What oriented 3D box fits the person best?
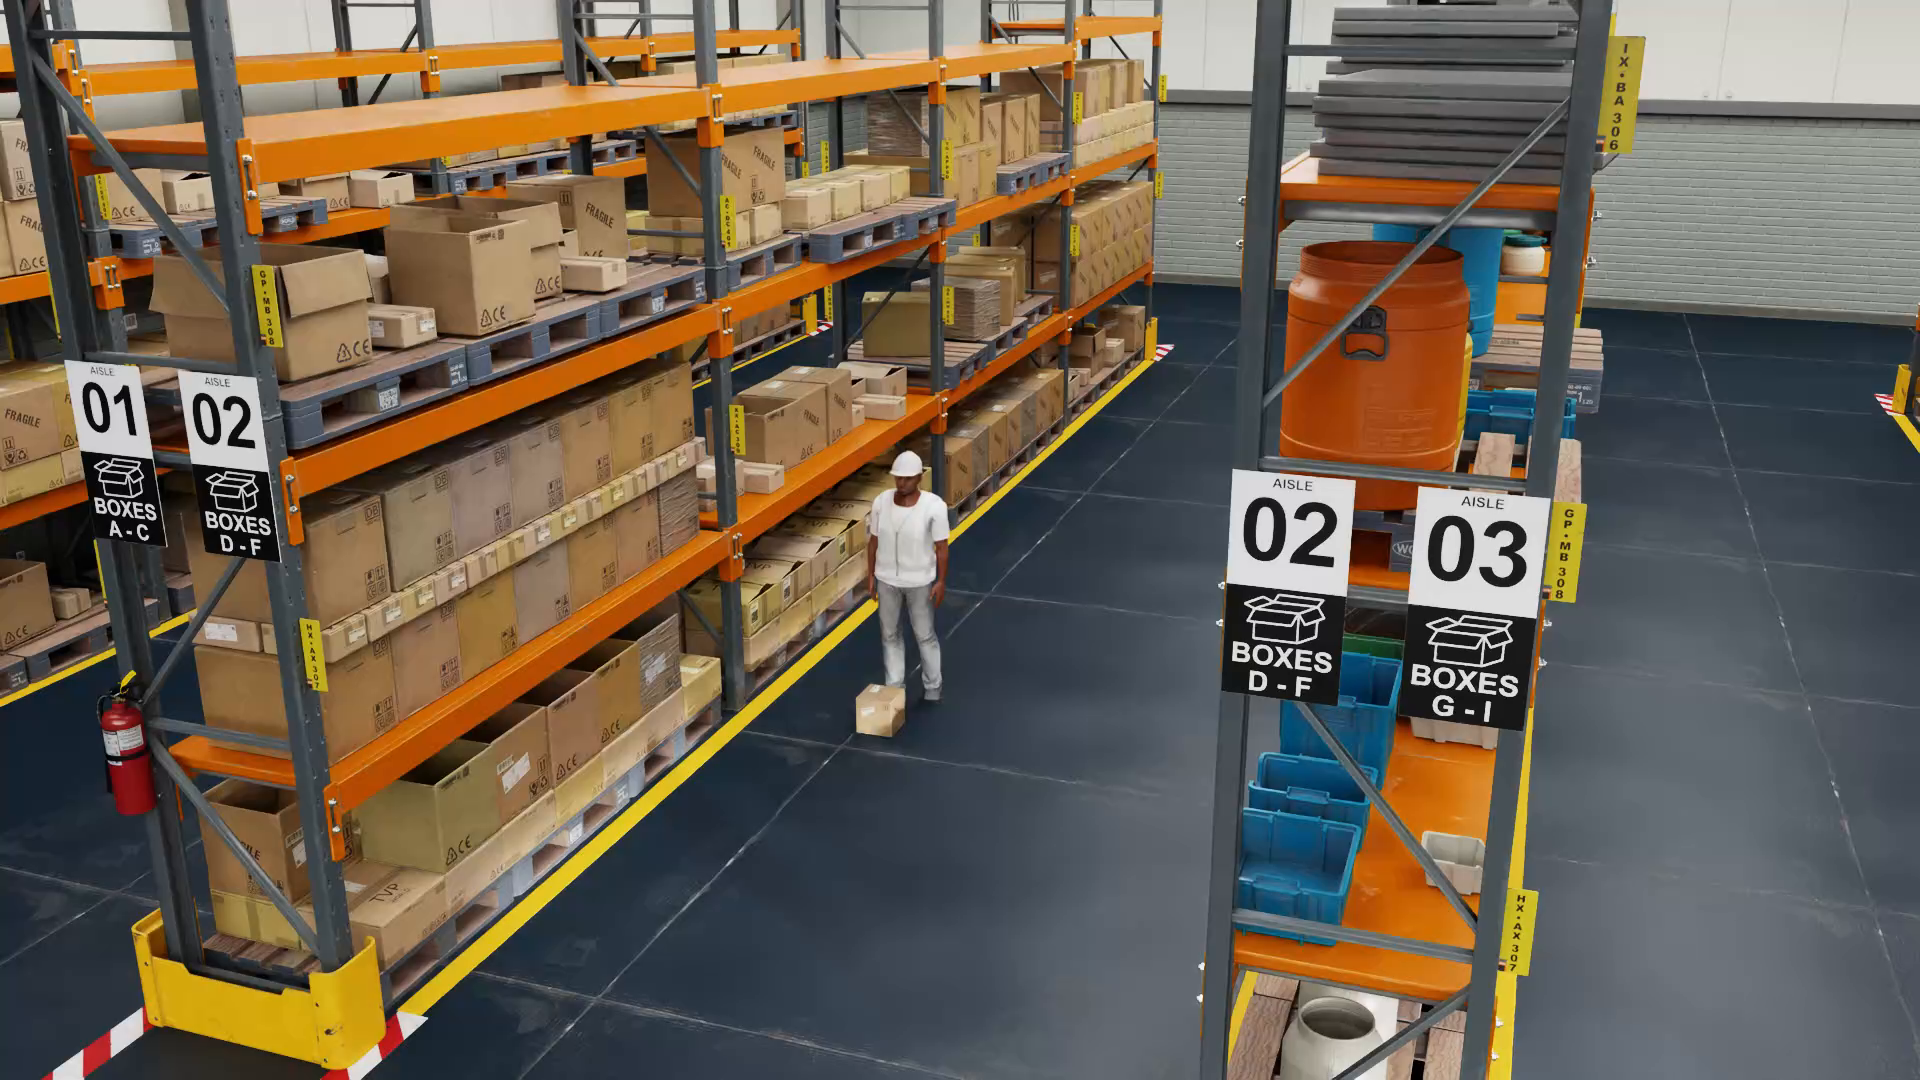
[{"bbox_3d":[-0.363,0.301,11.233,0.571,1.834,0.450,7,20,19],"label":"person"}]
